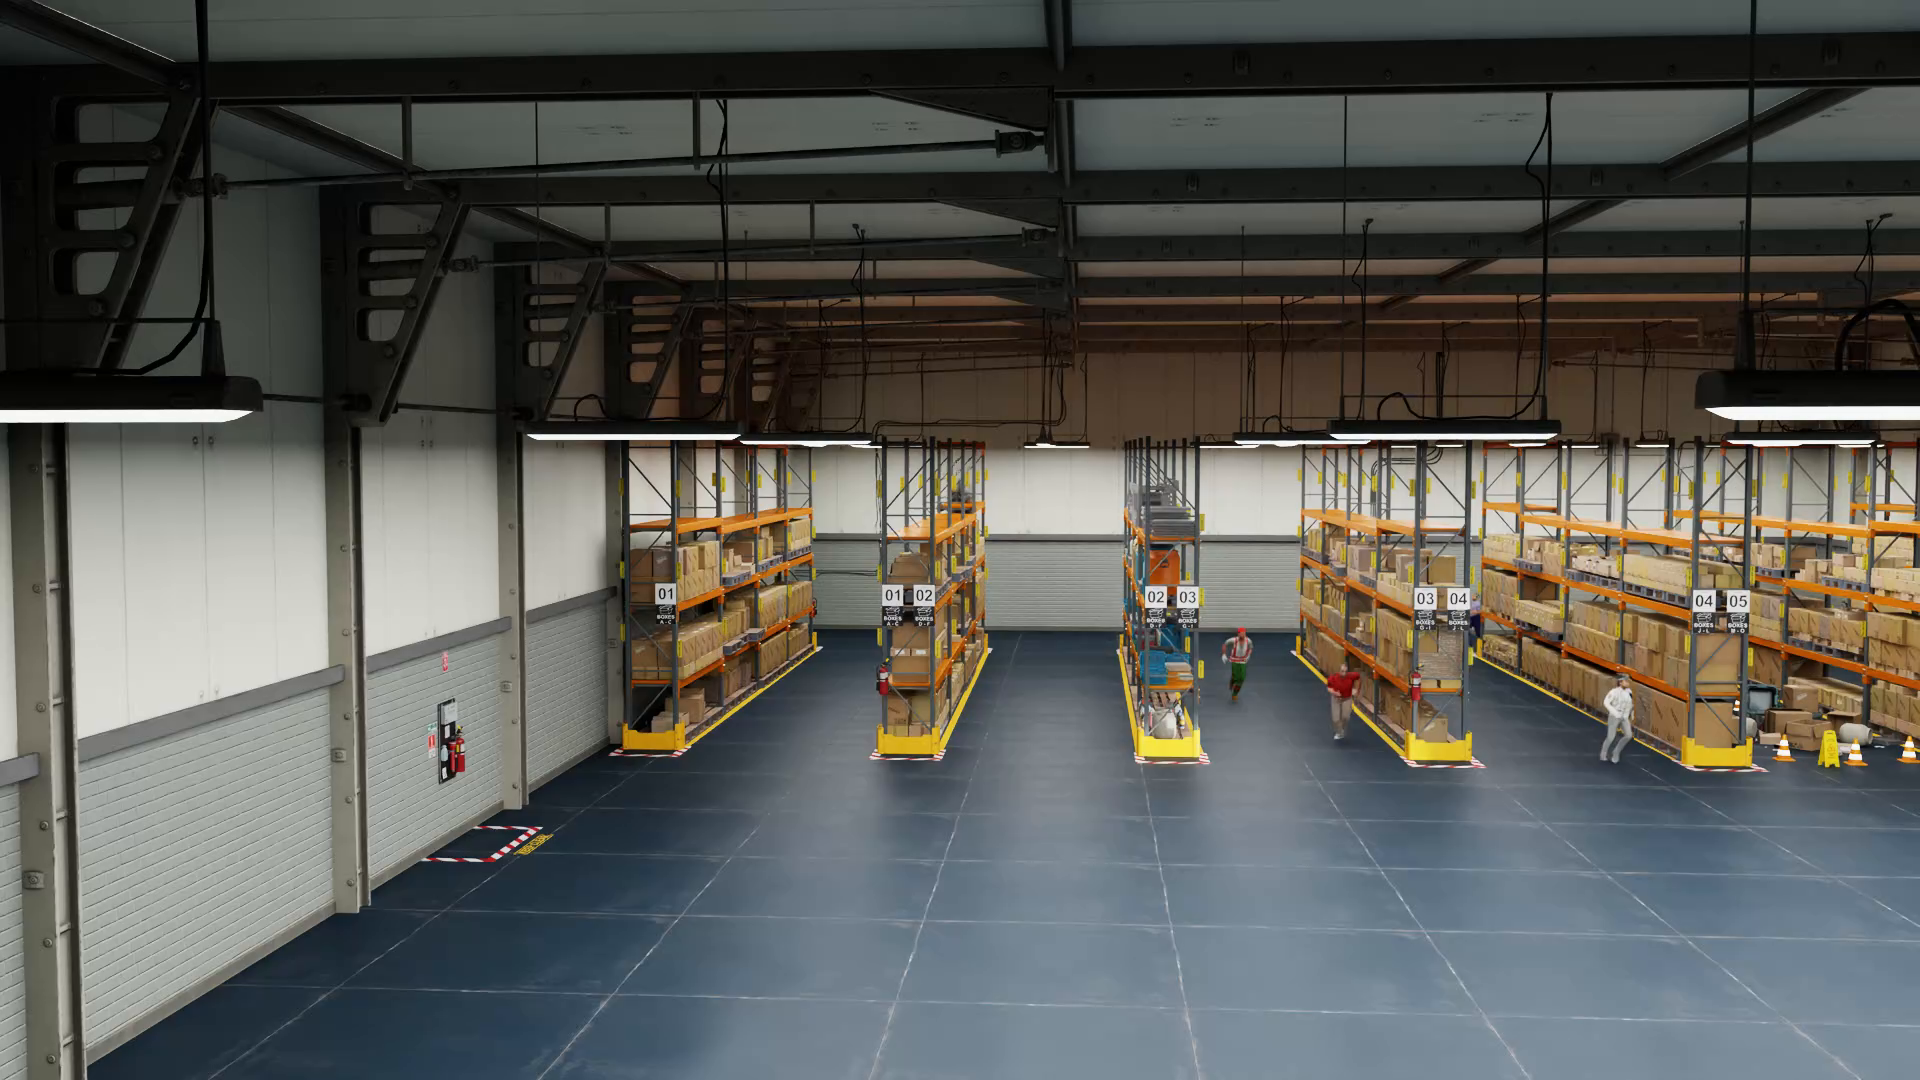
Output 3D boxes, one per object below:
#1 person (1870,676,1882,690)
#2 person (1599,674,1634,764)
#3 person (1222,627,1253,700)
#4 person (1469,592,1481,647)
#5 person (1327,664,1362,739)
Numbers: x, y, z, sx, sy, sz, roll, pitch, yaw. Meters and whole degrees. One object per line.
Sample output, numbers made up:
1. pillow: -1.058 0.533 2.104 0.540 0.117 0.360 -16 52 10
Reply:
1. person: 20.978 2.852 37.941 0.579 1.706 0.910 0 3 0
2. person: 12.126 3.270 30.511 0.680 1.658 0.595 0 3 -8
3. person: 6.399 2.838 38.215 0.652 1.707 0.745 -1 3 -14
4. person: 14.759 2.357 47.737 0.734 1.713 0.576 -2 4 -38
5. person: 7.573 3.189 32.768 0.699 1.558 0.913 0 3 9
